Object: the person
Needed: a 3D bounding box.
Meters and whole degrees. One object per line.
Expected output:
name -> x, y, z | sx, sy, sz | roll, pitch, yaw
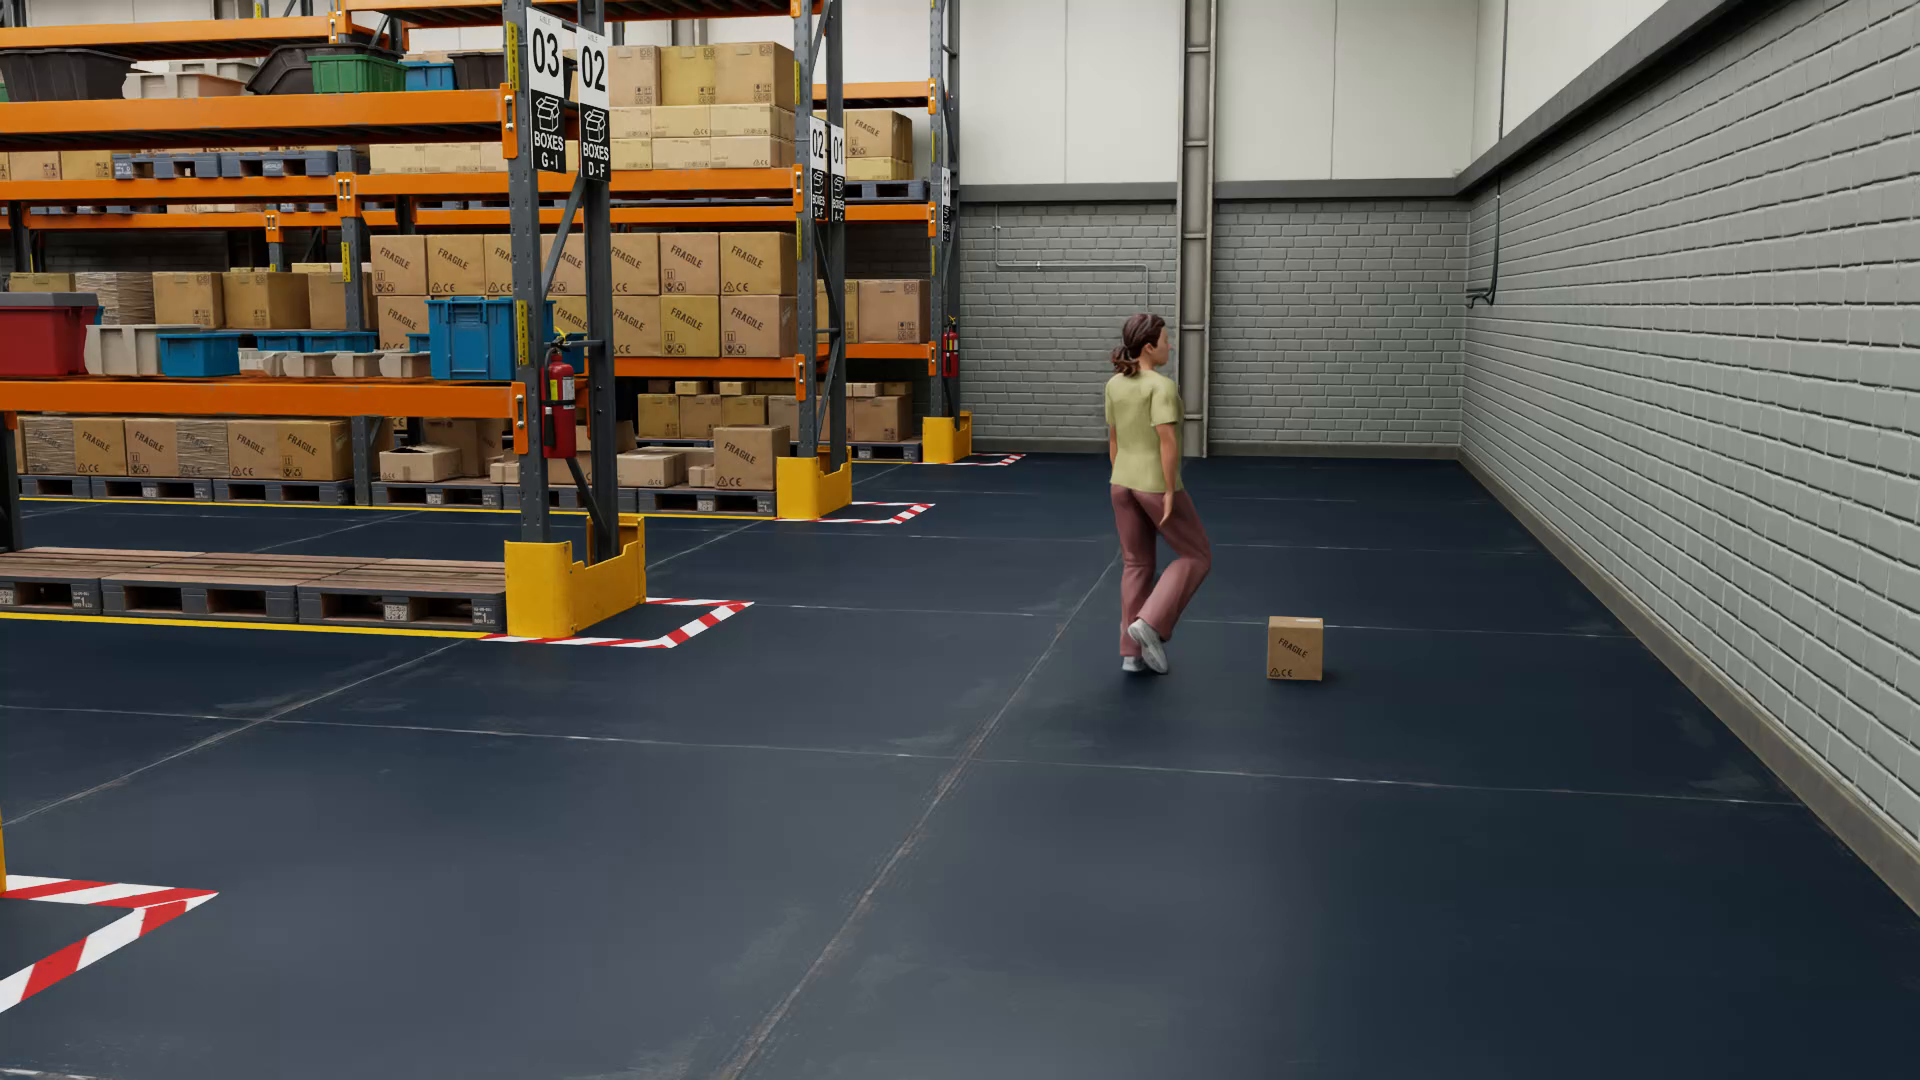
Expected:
person -> 0.885, -0.214, 7.714 | 0.458, 1.663, 0.462 | 8, 11, 44
